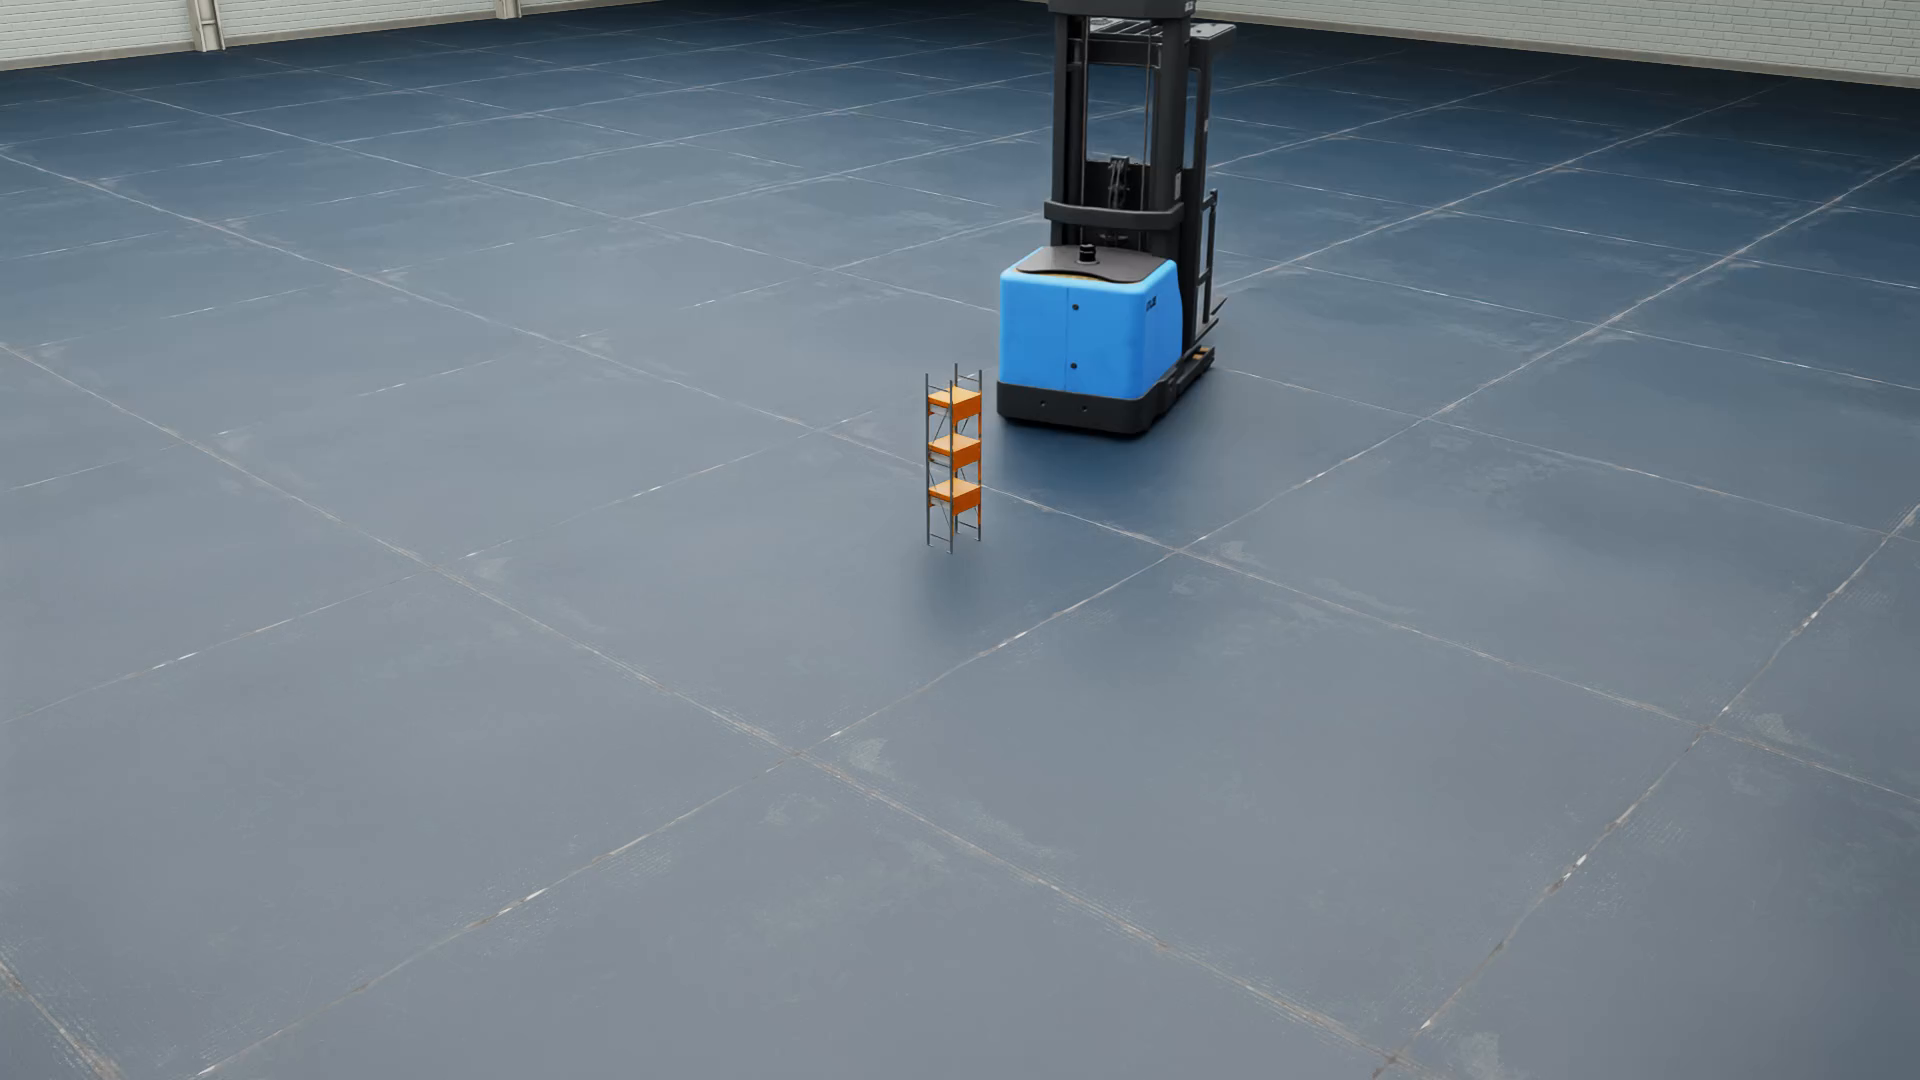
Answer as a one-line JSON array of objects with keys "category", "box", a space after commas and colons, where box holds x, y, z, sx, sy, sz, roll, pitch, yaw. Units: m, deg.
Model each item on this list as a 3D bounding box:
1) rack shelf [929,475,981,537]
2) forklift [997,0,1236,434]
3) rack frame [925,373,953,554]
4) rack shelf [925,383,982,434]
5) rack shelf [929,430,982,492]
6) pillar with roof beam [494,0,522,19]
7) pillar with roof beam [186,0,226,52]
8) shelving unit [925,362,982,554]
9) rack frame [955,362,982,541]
[{"category": "rack shelf", "box": [-0.036, -0.199, 9.617, 0.215, 0.259, 0.240, 20, 31, 38]}, {"category": "forklift", "box": [1.294, -2.626, 12.025, 1.130, 2.935, 3.031, 10, 26, 21]}, {"category": "rack frame", "box": [-0.117, -0.426, 9.416, 0.200, 1.050, 0.008, 20, 31, 38]}, {"category": "rack shelf", "box": [-0.036, -0.712, 9.387, 0.215, 0.259, 0.240, 20, 31, 38]}, {"category": "rack shelf", "box": [-0.036, -0.453, 9.503, 0.215, 0.259, 0.240, 20, 31, 38]}, {"category": "pillar with roof beam", "box": [-5.634, -13.161, 28.105, 9.100, 9.000, 0.400, 20, 31, 38]}, {"category": "pillar with roof beam", "box": [-9.639, -11.333, 24.028, 9.100, 9.000, 0.400, 20, 31, 38]}, {"category": "shelving unit", "box": [-0.036, -0.463, 9.499, 0.215, 1.050, 0.252, 20, 31, 38]}, {"category": "rack frame", "box": [0.046, -0.500, 9.582, 0.200, 1.050, 0.008, 20, 31, 38]}]
